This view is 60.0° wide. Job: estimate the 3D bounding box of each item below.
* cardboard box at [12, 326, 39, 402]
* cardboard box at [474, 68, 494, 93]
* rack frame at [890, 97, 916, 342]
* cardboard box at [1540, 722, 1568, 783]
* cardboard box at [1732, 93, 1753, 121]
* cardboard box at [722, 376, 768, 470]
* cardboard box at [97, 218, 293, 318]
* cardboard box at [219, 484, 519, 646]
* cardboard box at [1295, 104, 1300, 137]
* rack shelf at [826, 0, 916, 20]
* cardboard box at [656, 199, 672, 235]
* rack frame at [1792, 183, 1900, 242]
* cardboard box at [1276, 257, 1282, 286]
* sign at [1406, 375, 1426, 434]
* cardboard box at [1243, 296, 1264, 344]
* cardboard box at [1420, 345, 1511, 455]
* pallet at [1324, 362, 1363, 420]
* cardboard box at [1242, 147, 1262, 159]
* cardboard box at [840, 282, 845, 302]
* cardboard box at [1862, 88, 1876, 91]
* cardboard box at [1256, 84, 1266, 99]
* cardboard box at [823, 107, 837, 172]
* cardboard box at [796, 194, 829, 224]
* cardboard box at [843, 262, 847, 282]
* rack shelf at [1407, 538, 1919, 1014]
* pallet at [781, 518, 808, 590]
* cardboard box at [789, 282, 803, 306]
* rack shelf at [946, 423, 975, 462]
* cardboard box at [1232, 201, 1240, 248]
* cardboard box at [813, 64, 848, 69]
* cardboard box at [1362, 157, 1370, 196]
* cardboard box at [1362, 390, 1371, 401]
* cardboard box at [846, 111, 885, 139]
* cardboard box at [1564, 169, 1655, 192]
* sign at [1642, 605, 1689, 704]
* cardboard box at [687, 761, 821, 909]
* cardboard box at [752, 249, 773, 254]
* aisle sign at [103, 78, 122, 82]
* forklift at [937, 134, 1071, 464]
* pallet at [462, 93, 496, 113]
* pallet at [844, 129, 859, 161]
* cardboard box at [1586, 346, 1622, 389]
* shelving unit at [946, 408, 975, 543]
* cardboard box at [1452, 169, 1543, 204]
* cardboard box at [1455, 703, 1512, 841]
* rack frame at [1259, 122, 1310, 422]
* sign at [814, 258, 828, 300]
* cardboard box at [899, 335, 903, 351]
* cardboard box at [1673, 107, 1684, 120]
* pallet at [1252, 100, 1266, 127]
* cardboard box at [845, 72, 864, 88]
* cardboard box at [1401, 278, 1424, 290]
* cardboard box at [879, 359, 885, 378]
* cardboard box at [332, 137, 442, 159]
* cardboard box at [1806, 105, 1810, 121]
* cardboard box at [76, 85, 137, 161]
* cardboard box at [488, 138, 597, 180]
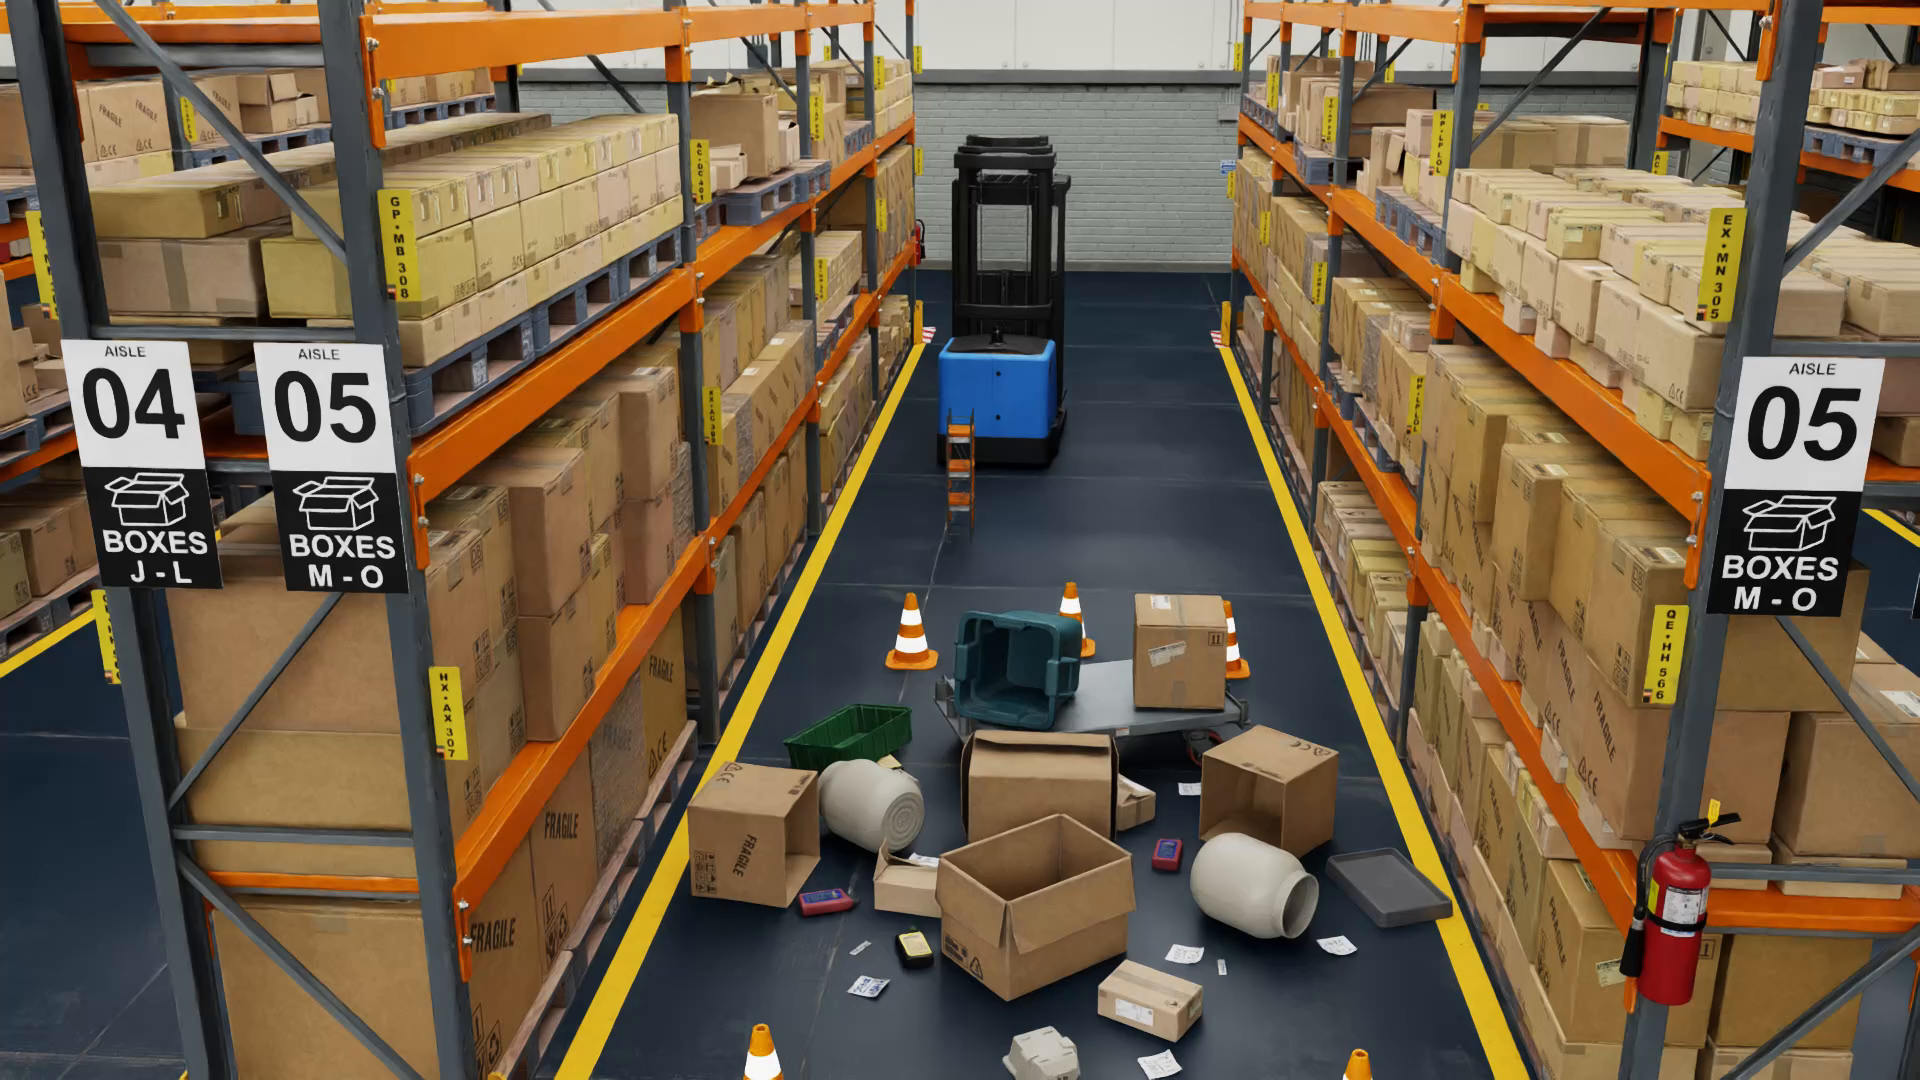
[{"bbox_3d":[-6.828,-1.177,11.359,0.797,0.503,0.637,3,18,10],"label":"cardboard box"},{"bbox_3d":[-5.983,-5.673,20.105,0.700,0.500,0.500,0,18,1],"label":"cardboard box"},{"bbox_3d":[-1.060,-3.973,20.731,1.000,3.000,0.127,1,18,4],"label":"rack frame"},{"bbox_3d":[2.487,0.833,6.468,0.380,0.149,0.250,2,18,5],"label":"cardboard box"},{"bbox_3d":[8.409,-4.514,17.326,0.500,0.250,0.500,2,18,5],"label":"cardboard box"},{"bbox_3d":[-1.540,-0.763,10.774,0.500,0.500,0.500,1,18,4],"label":"cardboard box"},{"bbox_3d":[-2.450,-0.905,5.478,0.500,0.250,0.500,2,18,5],"label":"cardboard box"},{"bbox_3d":[-2.194,0.124,6.251,0.875,0.550,0.550,1,18,4],"label":"cardboard box"},{"bbox_3d":[3.118,-3.653,14.479,0.396,0.266,0.258,3,18,8],"label":"cardboard box"},{"bbox_3d":[-1.203,-5.859,18.014,1.077,0.370,4.000,1,18,4],"label":"rack shelf"},{"bbox_3d":[-1.645,-1.601,8.242,0.380,0.149,0.250,2,18,5],"label":"cardboard box"},{"bbox_3d":[8.549,-2.542,16.364,1.000,3.000,0.127,1,18,4],"label":"rack frame"},{"bbox_3d":[3.276,-2.525,15.750,0.500,0.250,0.500,2,18,5],"label":"cardboard box"},{"bbox_3d":[2.471,-0.729,8.970,0.100,0.325,0.005,1,18,4],"label":"sign"},{"bbox_3d":[3.937,-2.669,20.191,0.875,0.438,0.875,1,18,2],"label":"cardboard box"},{"bbox_3d":[2.777,-0.699,8.496,0.700,0.500,0.500,1,18,3],"label":"cardboard box"},{"bbox_3d":[3.367,-1.095,12.254,1.213,0.211,1.003,1,18,4],"label":"pallet"},{"bbox_3d":[3.583,-4.621,19.900,0.380,0.149,0.250,2,18,5],"label":"cardboard box"},{"bbox_3d":[-1.268,-2.279,15.289,0.380,0.149,0.250,2,18,6],"label":"cardboard box"},{"bbox_3d":[8.644,-4.141,15.517,0.380,0.149,0.250,1,18,3],"label":"cardboard box"},{"bbox_3d":[3.578,-5.114,18.965,0.380,0.149,0.250,2,18,6],"label":"cardboard box"},{"bbox_3d":[-1.298,-3.288,13.664,0.500,0.500,0.500,1,18,4],"label":"cardboard box"},{"bbox_3d":[-1.582,-3.547,17.186,0.500,0.500,0.500,1,18,2],"label":"cardboard box"},{"bbox_3d":[-1.251,-2.500,15.486,0.380,0.149,0.250,0,18,1],"label":"cardboard box"},{"bbox_3d":[2.881,0.796,7.332,1.077,0.370,4.000,1,18,4],"label":"rack shelf"},{"bbox_3d":[-1.765,0.080,12.841,1.003,0.211,1.213,1,18,4],"label":"pallet"},{"bbox_3d":[-1.406,-1.992,13.459,0.380,0.149,0.250,1,18,4],"label":"cardboard box"},{"bbox_3d":[0.004,-0.775,13.225,0.215,0.259,0.240,1,18,4],"label":"rack shelf"},{"bbox_3d":[3.564,-3.799,20.039,0.500,0.500,0.500,1,18,3],"label":"cardboard box"},{"bbox_3d":[-1.451,-5.177,18.386,0.380,0.149,0.250,2,18,6],"label":"cardboard box"},{"bbox_3d":[3.101,-2.598,11.932,0.396,0.266,0.258,1,18,4],"label":"cardboard box"},{"bbox_3d":[3.004,-1.060,11.571,0.380,0.149,0.250,2,18,7],"label":"cardboard box"},{"bbox_3d":[-1.050,-4.223,16.917,0.500,0.250,0.500,2,18,7],"label":"cardboard box"},{"bbox_3d":[3.220,-1.749,8.248,0.380,0.149,0.250,2,18,5],"label":"cardboard box"},{"bbox_3d":[2.186,0.356,5.152,0.100,0.325,0.005,1,18,4],"label":"sign"},{"bbox_3d":[-1.008,1.445,8.205,0.500,0.500,0.500,4,19,13],"label":"cardboard box"},{"bbox_3d":[-1.925,-2.580,15.253,0.380,0.149,0.250,2,18,6],"label":"cardboard box"},{"bbox_3d":[-10.642,-5.477,21.146,0.394,0.787,0.004,1,18,4],"label":"aisle sign"},{"bbox_3d":[0.500,-2.513,16.384,1.130,2.935,3.031,2,18,8],"label":"forklift"},{"bbox_3d":[-6.042,-5.268,20.008,1.003,0.211,1.213,1,18,4],"label":"pallet"},{"bbox_3d":[-1.568,-3.556,14.941,1.213,0.211,1.003,1,18,4],"label":"pallet"},{"bbox_3d":[2.578,-0.663,6.216,0.380,0.149,0.250,1,18,3],"label":"cardboard box"},{"bbox_3d":[0.004,-0.516,13.310,0.215,1.050,0.252,1,18,4],"label":"shelving unit"},{"bbox_3d":[2.676,-1.762,8.287,0.380,0.149,0.250,1,18,3],"label":"cardboard box"},{"bbox_3d":[2.648,1.088,7.821,0.500,0.500,0.500,2,18,7],"label":"cardboard box"},{"bbox_3d":[3.598,-2.652,16.699,1.000,3.000,0.127,1,18,4],"label":"rack frame"},{"bbox_3d":[-1.079,-2.027,12.934,0.100,0.325,0.005,1,18,4],"label":"sign"},{"bbox_3d":[-0.872,-2.330,19.621,0.380,0.149,0.250,0,18,1],"label":"cardboard box"},{"bbox_3d":[8.581,-4.997,19.441,0.380,0.149,0.250,2,18,5],"label":"cardboard box"},{"bbox_3d":[3.757,-4.667,18.173,1.003,0.211,1.213,1,18,4],"label":"pallet"},{"bbox_3d":[-1.084,-4.597,16.616,0.380,0.149,0.250,1,18,3],"label":"cardboard box"},{"bbox_3d":[3.556,-1.650,12.330,0.500,0.500,0.500,1,18,2],"label":"cardboard box"},{"bbox_3d":[-1.001,-1.822,17.594,0.380,0.149,0.250,2,18,6],"label":"cardboard box"},{"bbox_3d":[-2.394,-1.600,6.960,0.380,0.149,0.250,1,18,4],"label":"cardboard box"},{"bbox_3d":[8.131,-4.011,15.599,0.380,0.149,0.250,2,18,5],"label":"cardboard box"},{"bbox_3d":[-6.384,-3.028,12.066,0.500,0.500,0.500,1,18,4],"label":"cardboard box"},{"bbox_3d":[-1.737,-1.586,6.916,0.380,0.149,0.250,2,18,5],"label":"cardboard box"}]
